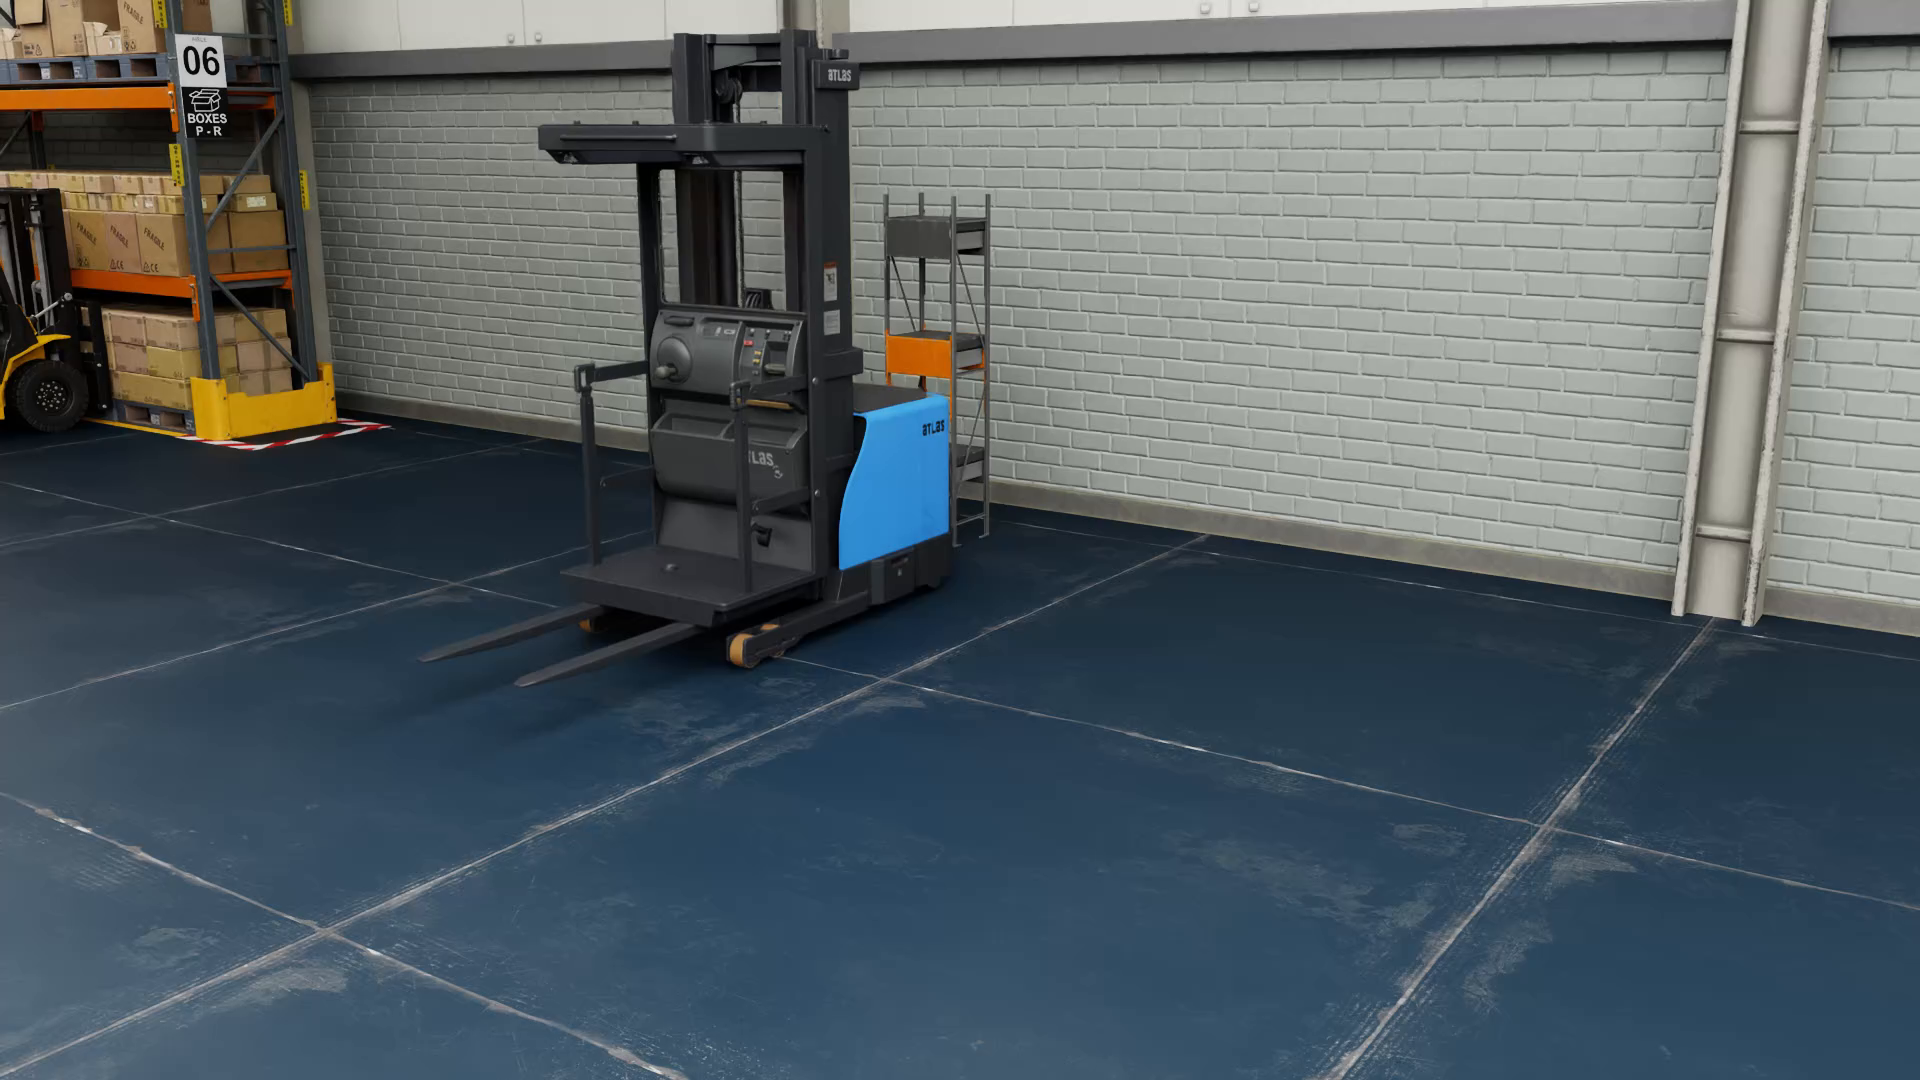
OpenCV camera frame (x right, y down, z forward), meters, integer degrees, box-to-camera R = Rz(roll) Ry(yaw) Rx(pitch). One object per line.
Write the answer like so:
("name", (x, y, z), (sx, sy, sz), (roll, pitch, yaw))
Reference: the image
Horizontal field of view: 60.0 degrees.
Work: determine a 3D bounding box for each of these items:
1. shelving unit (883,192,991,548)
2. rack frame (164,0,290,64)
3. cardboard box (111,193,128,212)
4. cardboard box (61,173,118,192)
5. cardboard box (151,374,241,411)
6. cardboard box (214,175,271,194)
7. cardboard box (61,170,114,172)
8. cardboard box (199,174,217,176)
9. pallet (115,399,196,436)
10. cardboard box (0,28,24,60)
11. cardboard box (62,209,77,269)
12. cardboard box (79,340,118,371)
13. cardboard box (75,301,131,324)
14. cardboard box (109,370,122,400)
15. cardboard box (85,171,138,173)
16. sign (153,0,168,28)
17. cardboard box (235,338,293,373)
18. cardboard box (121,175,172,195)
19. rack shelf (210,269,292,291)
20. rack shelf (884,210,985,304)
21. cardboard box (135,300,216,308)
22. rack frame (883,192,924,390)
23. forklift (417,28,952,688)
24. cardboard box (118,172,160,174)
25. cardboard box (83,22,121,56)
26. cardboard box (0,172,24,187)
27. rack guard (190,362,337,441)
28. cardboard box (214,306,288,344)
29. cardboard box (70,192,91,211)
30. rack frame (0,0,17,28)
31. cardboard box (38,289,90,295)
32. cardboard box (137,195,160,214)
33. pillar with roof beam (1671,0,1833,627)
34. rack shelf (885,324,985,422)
("shelving unit", (-0.137, -1.041, 10.161), (0.503, 2.100, 0.431), (9, 17, 33))
("rack frame", (-5.896, -5.316, 13.072), (0.127, 3.000, 1.000), (9, 17, 33))
("cardboard box", (-6.950, -2.869, 14.113), (0.250, 0.149, 0.380), (9, 17, 32))
("cardboard box", (-7.587, -3.123, 14.518), (0.250, 0.149, 0.380), (9, 17, 34))
("cardboard box", (-6.463, -1.273, 14.073), (0.500, 0.250, 0.500), (9, 17, 33))
("cardboard box", (-6.056, -3.000, 14.021), (0.250, 0.149, 0.380), (9, 16, 32))
("cardboard box", (-8.127, -3.370, 15.518), (0.250, 0.149, 0.380), (9, 16, 32))
("cardboard box", (-6.481, -3.074, 14.322), (0.250, 0.149, 0.380), (10, 17, 34))
("pallet", (-6.554, -1.145, 14.509), (1.213, 0.211, 1.003), (9, 17, 33))
("cardboard box", (-8.153, -4.324, 14.505), (0.258, 0.266, 0.396), (9, 16, 31))
("cardboard box", (-7.725, -2.672, 14.666), (0.500, 0.500, 0.500), (9, 17, 33))
("cardboard box", (-7.325, -1.653, 14.568), (0.500, 0.250, 0.500), (9, 16, 32))
("cardboard box", (-7.720, -1.961, 14.769), (0.500, 0.250, 0.500), (9, 16, 32))
("cardboard box", (-7.280, -1.411, 14.628), (0.500, 0.250, 0.500), (9, 17, 33))
("cardboard box", (-7.737, -3.288, 15.185), (0.250, 0.149, 0.380), (9, 16, 32))
("sign", (-6.211, -4.145, 12.906), (0.005, 0.325, 0.100), (9, 17, 33))
("cardboard box", (-6.171, -1.621, 14.435), (0.500, 0.250, 0.500), (10, 17, 34))
("cardboard box", (-6.765, -2.975, 13.920), (0.250, 0.149, 0.380), (10, 17, 34))
("rack shelf", (-7.556, -2.418, 14.940), (3.809, 0.124, 0.919), (9, 17, 33))
("rack shelf", (-0.137, -1.708, 9.996), (0.480, 0.518, 0.431), (9, 17, 33))
("cardboard box", (-7.015, -1.996, 14.913), (0.500, 0.250, 0.500), (9, 17, 32))
("rack frame", (-0.340, -1.074, 10.293), (0.015, 2.100, 0.400), (9, 17, 33))
("forklift", (-1.274, -0.944, 8.038), (1.130, 2.935, 3.031), (9, 16, 32))
("cardboard box", (-7.323, -3.213, 14.882), (0.250, 0.149, 0.380), (9, 17, 33))
("cardboard box", (-6.964, -4.132, 13.728), (0.258, 0.266, 0.396), (9, 17, 33))
("cardboard box", (-8.476, -3.242, 15.001), (0.250, 0.149, 0.380), (10, 17, 34))
("rack guard", (-5.876, -1.188, 14.080), (0.348, 0.500, 1.175), (9, 17, 33))
("cardboard box", (-6.190, -1.861, 14.366), (0.500, 0.250, 0.500), (9, 16, 32))
("cardboard box", (-7.419, -2.925, 14.341), (0.250, 0.149, 0.380), (9, 17, 33))
("rack frame", (-9.215, -5.853, 15.239), (0.127, 3.000, 1.000), (9, 17, 33))
("cardboard box", (-8.699, -2.268, 16.009), (0.500, 0.250, 0.500), (10, 17, 34))
("cardboard box", (-6.569, -2.787, 13.780), (0.250, 0.149, 0.380), (9, 17, 34))
("pillar with roof beam", (1.584, -3.122, 4.207), (0.400, 9.000, 9.100), (9, 17, 33))
("rack shelf", (-0.137, -1.028, 10.164), (0.480, 0.518, 0.431), (9, 17, 33))
